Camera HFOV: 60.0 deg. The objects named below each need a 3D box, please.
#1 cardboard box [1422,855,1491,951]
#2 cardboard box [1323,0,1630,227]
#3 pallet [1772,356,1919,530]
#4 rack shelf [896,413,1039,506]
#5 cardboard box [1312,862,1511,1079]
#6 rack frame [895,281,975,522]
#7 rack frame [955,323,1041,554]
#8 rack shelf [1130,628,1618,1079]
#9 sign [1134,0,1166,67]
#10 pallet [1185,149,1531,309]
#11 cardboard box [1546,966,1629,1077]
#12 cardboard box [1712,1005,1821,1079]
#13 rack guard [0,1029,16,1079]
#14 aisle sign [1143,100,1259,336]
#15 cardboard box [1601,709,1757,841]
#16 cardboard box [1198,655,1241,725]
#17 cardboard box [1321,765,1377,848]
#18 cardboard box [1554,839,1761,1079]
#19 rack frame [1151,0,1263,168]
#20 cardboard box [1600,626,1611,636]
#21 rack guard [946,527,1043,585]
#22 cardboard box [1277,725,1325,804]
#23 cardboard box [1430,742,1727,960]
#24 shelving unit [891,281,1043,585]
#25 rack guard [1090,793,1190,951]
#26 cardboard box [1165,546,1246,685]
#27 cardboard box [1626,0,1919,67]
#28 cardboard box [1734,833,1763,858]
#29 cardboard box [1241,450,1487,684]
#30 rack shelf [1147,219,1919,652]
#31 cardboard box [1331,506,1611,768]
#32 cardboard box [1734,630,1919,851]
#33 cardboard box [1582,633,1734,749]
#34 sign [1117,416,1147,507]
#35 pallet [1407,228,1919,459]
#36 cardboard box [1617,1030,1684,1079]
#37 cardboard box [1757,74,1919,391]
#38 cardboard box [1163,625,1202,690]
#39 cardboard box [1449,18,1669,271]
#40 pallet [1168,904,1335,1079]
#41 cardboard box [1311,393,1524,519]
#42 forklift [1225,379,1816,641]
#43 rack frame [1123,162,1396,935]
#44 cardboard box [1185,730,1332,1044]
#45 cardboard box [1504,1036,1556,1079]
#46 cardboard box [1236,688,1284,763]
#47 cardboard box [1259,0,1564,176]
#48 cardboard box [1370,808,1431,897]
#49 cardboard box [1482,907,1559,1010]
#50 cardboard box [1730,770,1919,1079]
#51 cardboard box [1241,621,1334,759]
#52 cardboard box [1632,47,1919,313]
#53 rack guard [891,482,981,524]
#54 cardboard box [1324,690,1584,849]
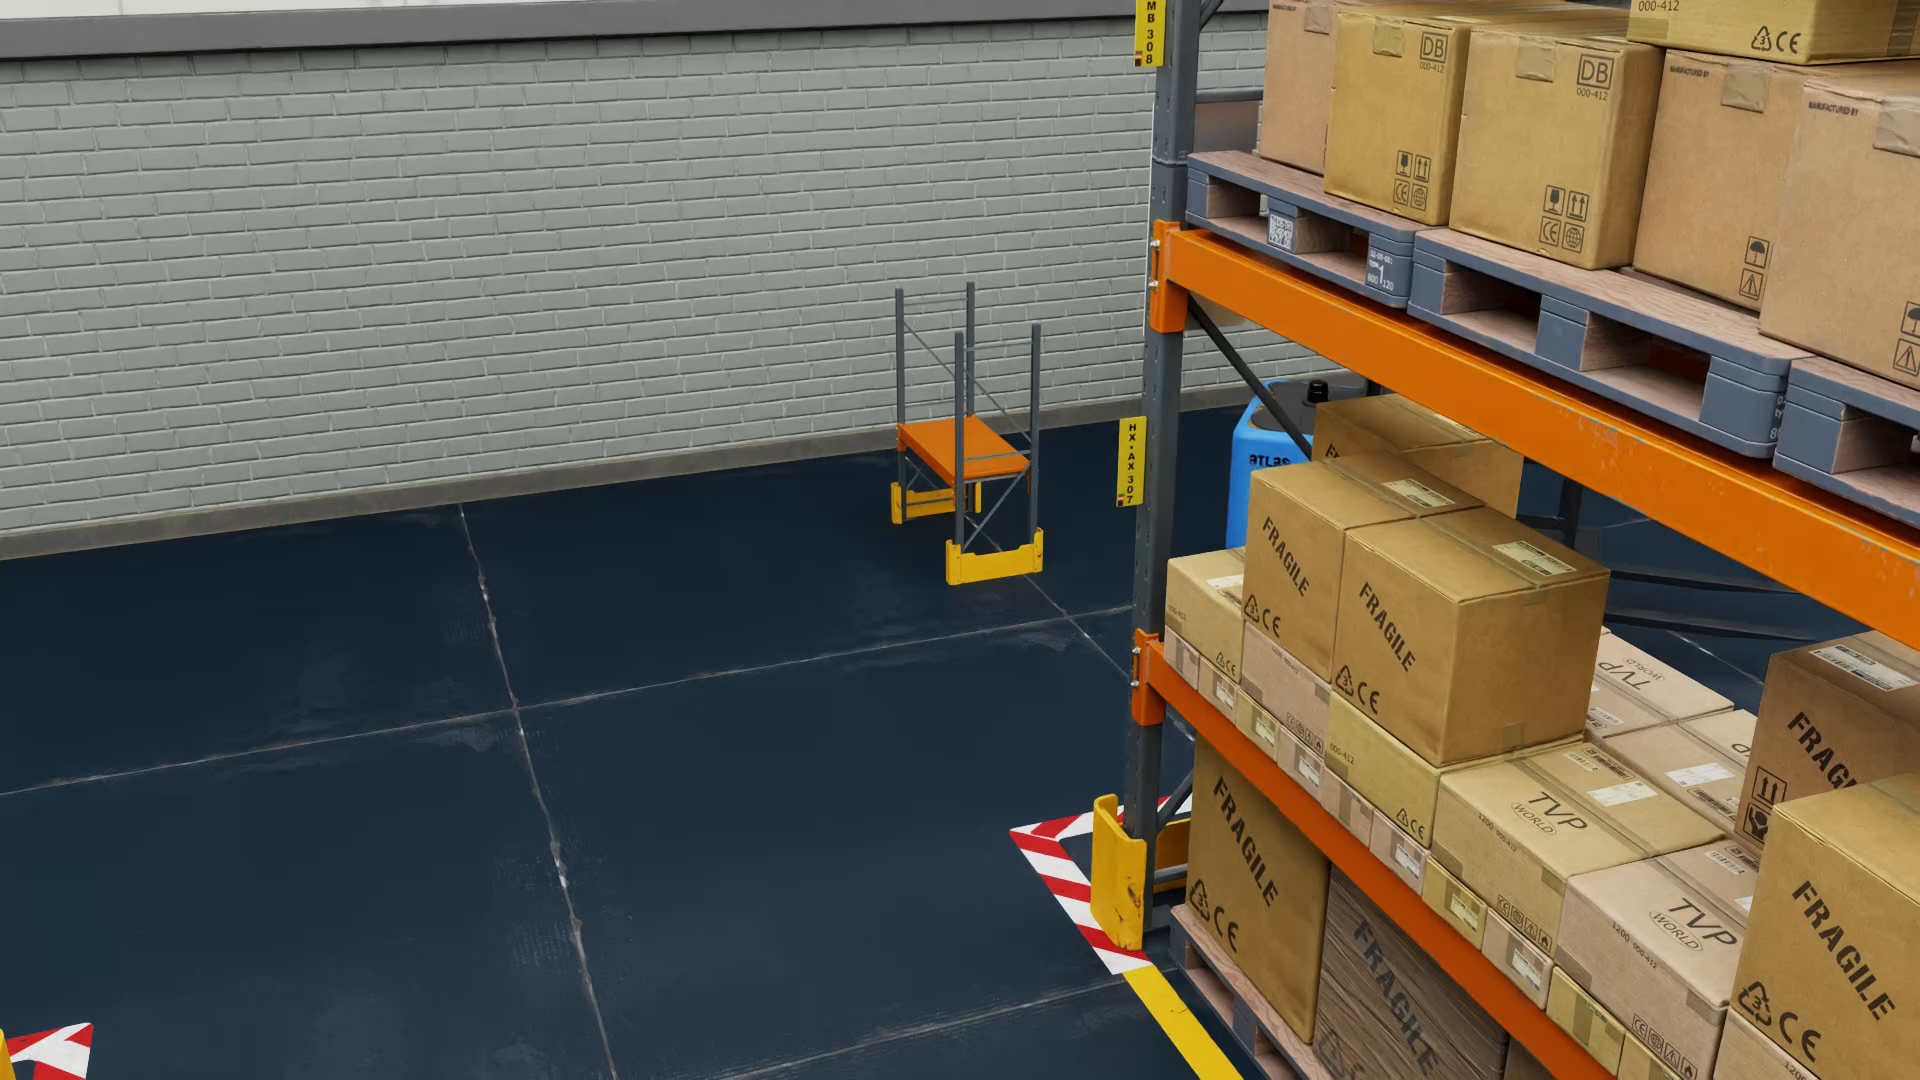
[{"bbox_3d":[1.483,0.937,4.488,0.380,0.149,0.250,-9,24,-20],"label":"cardboard box"},{"bbox_3d":[1.441,-1.177,4.520,0.700,0.500,0.500,-9,25,-21],"label":"cardboard box"},{"bbox_3d":[2.255,-0.098,2.873,1.003,0.211,1.213,-8,24,-19],"label":"pallet"},{"bbox_3d":[0.030,-0.494,9.955,0.538,0.185,1.000,-8,24,-19],"label":"rack shelf"},{"bbox_3d":[1.744,1.426,5.199,0.875,0.875,0.875,-8,24,-19],"label":"cardboard box"},{"bbox_3d":[-0.149,-0.845,10.323,0.500,1.500,0.032,-8,24,-19],"label":"rack frame"},{"bbox_3d":[0.210,-0.475,9.447,0.500,1.500,0.032,-8,24,-19],"label":"rack frame"},{"bbox_3d":[1.828,1.147,4.593,1.077,0.370,4.000,-8,24,-19],"label":"rack shelf"},{"bbox_3d":[0.600,-1.659,5.235,0.100,0.325,0.005,-8,24,-19],"label":"sign"},{"bbox_3d":[1.393,-0.985,4.976,1.003,0.211,1.213,-8,24,-19],"label":"pallet"},{"bbox_3d":[1.666,1.125,4.042,0.380,0.149,0.250,-9,24,-20],"label":"cardboard box"},{"bbox_3d":[1.948,1.162,3.441,0.500,0.250,0.500,-8,24,-17],"label":"cardboard box"},{"bbox_3d":[-3.533,1.913,5.068,1.175,0.500,0.348,-8,24,-19],"label":"rack guard"},{"bbox_3d":[0.815,-1.094,5.637,0.394,0.787,0.004,-8,24,-19],"label":"aisle sign"},{"bbox_3d":[2.087,0.718,4.494,0.500,0.250,0.500,-8,24,-19],"label":"cardboard box"},{"bbox_3d":[1.030,0.472,5.593,0.380,0.149,0.250,-9,24,-20],"label":"cardboard box"},{"bbox_3d":[1.303,0.752,4.928,0.380,0.149,0.250,-9,24,-20],"label":"cardboard box"},{"bbox_3d":[1.767,0.976,3.881,0.500,0.250,0.500,-8,24,-18],"label":"cardboard box"},{"bbox_3d":[1.122,-2.676,5.013,1.000,3.000,0.127,-8,24,-19],"label":"rack frame"},{"bbox_3d":[1.720,0.345,5.380,0.500,0.250,0.500,-9,24,-20],"label":"cardboard box"},{"bbox_3d":[0.203,0.093,9.706,0.587,0.250,0.087,-8,24,-19],"label":"rack guard"},{"bbox_3d":[1.214,0.659,5.147,0.380,0.149,0.250,-9,24,-20],"label":"cardboard box"},{"bbox_3d":[1.592,0.792,4.319,0.500,0.250,0.500,-9,24,-20],"label":"cardboard box"},{"bbox_3d":[0.027,-0.663,9.893,0.587,1.500,1.083,-8,24,-19],"label":"shelving unit"},{"bbox_3d":[1.113,1.232,6.684,1.175,0.500,0.348,-8,24,-19],"label":"rack guard"},{"bbox_3d":[1.038,0.232,5.648,0.500,0.250,0.500,-9,24,-20],"label":"cardboard box"},{"bbox_3d":[1.826,-1.190,3.585,0.500,0.250,0.500,-9,25,-21],"label":"cardboard box"},{"bbox_3d":[2.254,0.898,4.066,0.500,0.250,0.500,-8,24,-18],"label":"cardboard box"},{"bbox_3d":[1.215,0.068,5.071,0.500,0.500,0.500,-9,24,-20],"label":"cardboard box"},{"bbox_3d":[1.828,-0.236,4.011,1.077,0.370,4.000,-8,24,-19],"label":"rack shelf"},{"bbox_3d":[1.404,0.256,4.626,0.500,0.500,0.500,-9,24,-20],"label":"cardboard box"},{"bbox_3d":[2.250,0.551,3.926,0.500,0.500,0.500,-9,25,-21],"label":"cardboard box"},{"bbox_3d":[1.900,0.530,4.942,0.500,0.250,0.500,-9,25,-21],"label":"cardboard box"},{"bbox_3d":[0.600,-0.273,5.819,0.100,0.325,0.005,-8,24,-19],"label":"sign"},{"bbox_3d":[1.828,-0.541,3.923,1.003,0.211,1.213,-8,24,-19],"label":"pallet"},{"bbox_3d":[1.756,1.218,3.822,0.380,0.149,0.250,-8,24,-18],"label":"cardboard box"},{"bbox_3d":[2.016,-0.598,3.147,0.700,0.500,0.500,-7,24,-16],"label":"cardboard box"},{"bbox_3d":[0.938,0.379,5.813,0.380,0.149,0.250,-8,24,-18],"label":"cardboard box"},{"bbox_3d":[1.669,-0.996,4.090,0.700,0.500,0.500,-10,25,-23],"label":"cardboard box"},{"bbox_3d":[1.477,1.653,6.056,1.003,0.211,1.213,-8,24,-19],"label":"pallet"},{"bbox_3d":[1.539,-0.184,5.669,0.500,0.500,0.500,-8,24,-18],"label":"cardboard box"},{"bbox_3d":[3.032,-0.948,8.726,3.031,2.935,1.130,8,24,17],"label":"forklift"},{"bbox_3d":[1.122,0.089,6.178,1.000,3.000,0.127,-8,24,-19],"label":"rack frame"},{"bbox_3d":[1.422,1.096,5.983,0.875,0.875,0.875,-8,24,-19],"label":"cardboard box"},{"bbox_3d":[2.058,1.750,4.432,0.875,0.875,0.875,-8,24,-19],"label":"cardboard box"},{"bbox_3d":[1.121,0.565,5.372,0.380,0.149,0.250,-9,24,-20],"label":"cardboard box"},{"bbox_3d":[1.355,-1.398,5.044,0.700,0.500,0.500,-10,25,-22],"label":"cardboard box"},{"bbox_3d":[1.395,0.845,4.706,0.380,0.149,0.250,-9,24,-20],"label":"cardboard box"},{"bbox_3d":[1.577,1.032,4.262,0.380,0.149,0.250,-8,24,-18],"label":"cardboard box"},{"bbox_3d":[1.949,0.815,3.298,0.500,0.500,0.500,-8,24,-18],"label":"cardboard box"},{"bbox_3d":[1.228,0.420,5.202,0.500,0.250,0.500,-9,24,-20],"label":"cardboard box"},{"bbox_3d":[1.964,-0.808,3.644,0.700,0.500,0.500,-7,24,-17],"label":"cardboard box"},{"bbox_3d":[-0.149,-0.268,10.565,0.587,0.250,0.087,-8,24,-19],"label":"rack guard"},{"bbox_3d":[1.402,0.603,4.767,0.500,0.250,0.500,-9,25,-21],"label":"cardboard box"}]
